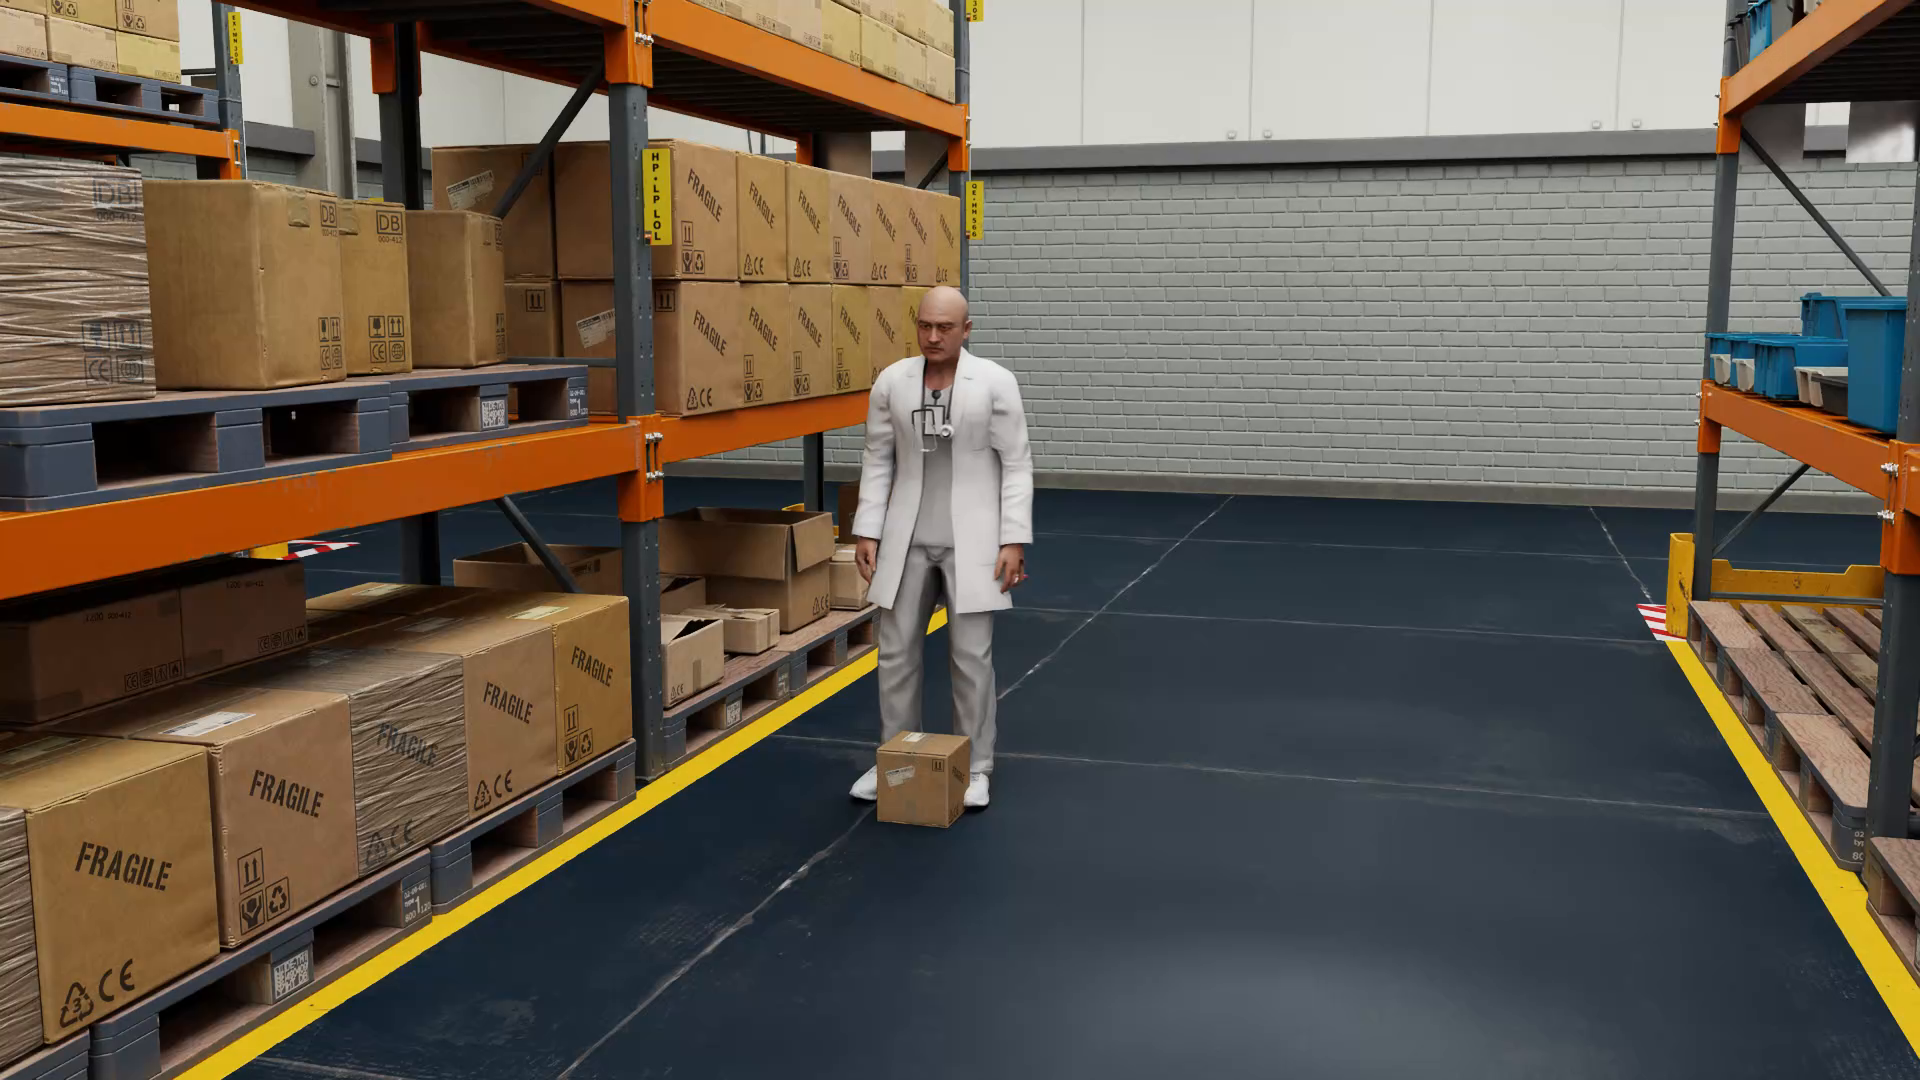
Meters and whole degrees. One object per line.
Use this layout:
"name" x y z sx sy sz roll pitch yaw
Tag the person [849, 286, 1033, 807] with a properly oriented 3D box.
"person" -0.063 0.019 5.749 0.647 1.774 0.418 2 8 16
